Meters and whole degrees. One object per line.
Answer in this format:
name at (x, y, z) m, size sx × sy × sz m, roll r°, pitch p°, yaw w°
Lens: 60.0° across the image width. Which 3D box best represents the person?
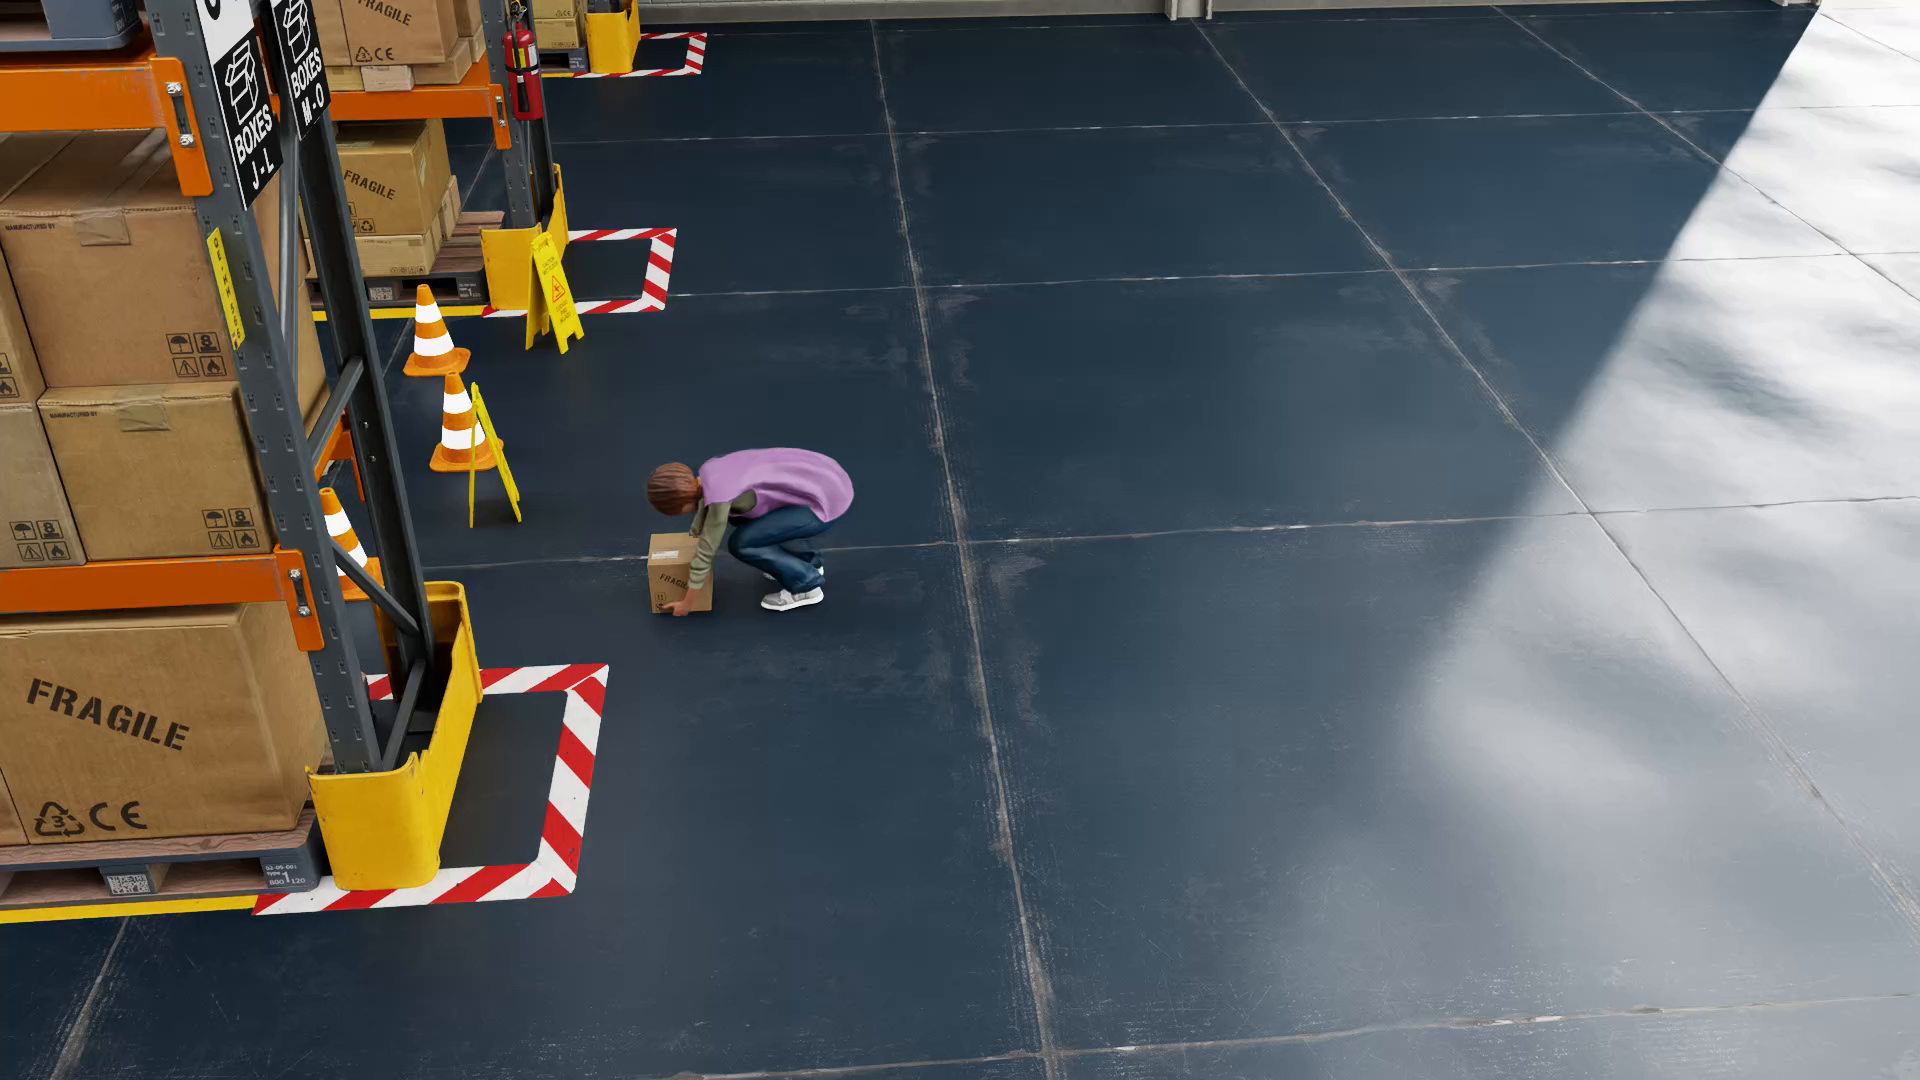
person at (-0.881, -0.047, 7.123) m, size 0.866 × 0.709 × 0.422 m, roll -4°, pitch 32°, yaw -6°
